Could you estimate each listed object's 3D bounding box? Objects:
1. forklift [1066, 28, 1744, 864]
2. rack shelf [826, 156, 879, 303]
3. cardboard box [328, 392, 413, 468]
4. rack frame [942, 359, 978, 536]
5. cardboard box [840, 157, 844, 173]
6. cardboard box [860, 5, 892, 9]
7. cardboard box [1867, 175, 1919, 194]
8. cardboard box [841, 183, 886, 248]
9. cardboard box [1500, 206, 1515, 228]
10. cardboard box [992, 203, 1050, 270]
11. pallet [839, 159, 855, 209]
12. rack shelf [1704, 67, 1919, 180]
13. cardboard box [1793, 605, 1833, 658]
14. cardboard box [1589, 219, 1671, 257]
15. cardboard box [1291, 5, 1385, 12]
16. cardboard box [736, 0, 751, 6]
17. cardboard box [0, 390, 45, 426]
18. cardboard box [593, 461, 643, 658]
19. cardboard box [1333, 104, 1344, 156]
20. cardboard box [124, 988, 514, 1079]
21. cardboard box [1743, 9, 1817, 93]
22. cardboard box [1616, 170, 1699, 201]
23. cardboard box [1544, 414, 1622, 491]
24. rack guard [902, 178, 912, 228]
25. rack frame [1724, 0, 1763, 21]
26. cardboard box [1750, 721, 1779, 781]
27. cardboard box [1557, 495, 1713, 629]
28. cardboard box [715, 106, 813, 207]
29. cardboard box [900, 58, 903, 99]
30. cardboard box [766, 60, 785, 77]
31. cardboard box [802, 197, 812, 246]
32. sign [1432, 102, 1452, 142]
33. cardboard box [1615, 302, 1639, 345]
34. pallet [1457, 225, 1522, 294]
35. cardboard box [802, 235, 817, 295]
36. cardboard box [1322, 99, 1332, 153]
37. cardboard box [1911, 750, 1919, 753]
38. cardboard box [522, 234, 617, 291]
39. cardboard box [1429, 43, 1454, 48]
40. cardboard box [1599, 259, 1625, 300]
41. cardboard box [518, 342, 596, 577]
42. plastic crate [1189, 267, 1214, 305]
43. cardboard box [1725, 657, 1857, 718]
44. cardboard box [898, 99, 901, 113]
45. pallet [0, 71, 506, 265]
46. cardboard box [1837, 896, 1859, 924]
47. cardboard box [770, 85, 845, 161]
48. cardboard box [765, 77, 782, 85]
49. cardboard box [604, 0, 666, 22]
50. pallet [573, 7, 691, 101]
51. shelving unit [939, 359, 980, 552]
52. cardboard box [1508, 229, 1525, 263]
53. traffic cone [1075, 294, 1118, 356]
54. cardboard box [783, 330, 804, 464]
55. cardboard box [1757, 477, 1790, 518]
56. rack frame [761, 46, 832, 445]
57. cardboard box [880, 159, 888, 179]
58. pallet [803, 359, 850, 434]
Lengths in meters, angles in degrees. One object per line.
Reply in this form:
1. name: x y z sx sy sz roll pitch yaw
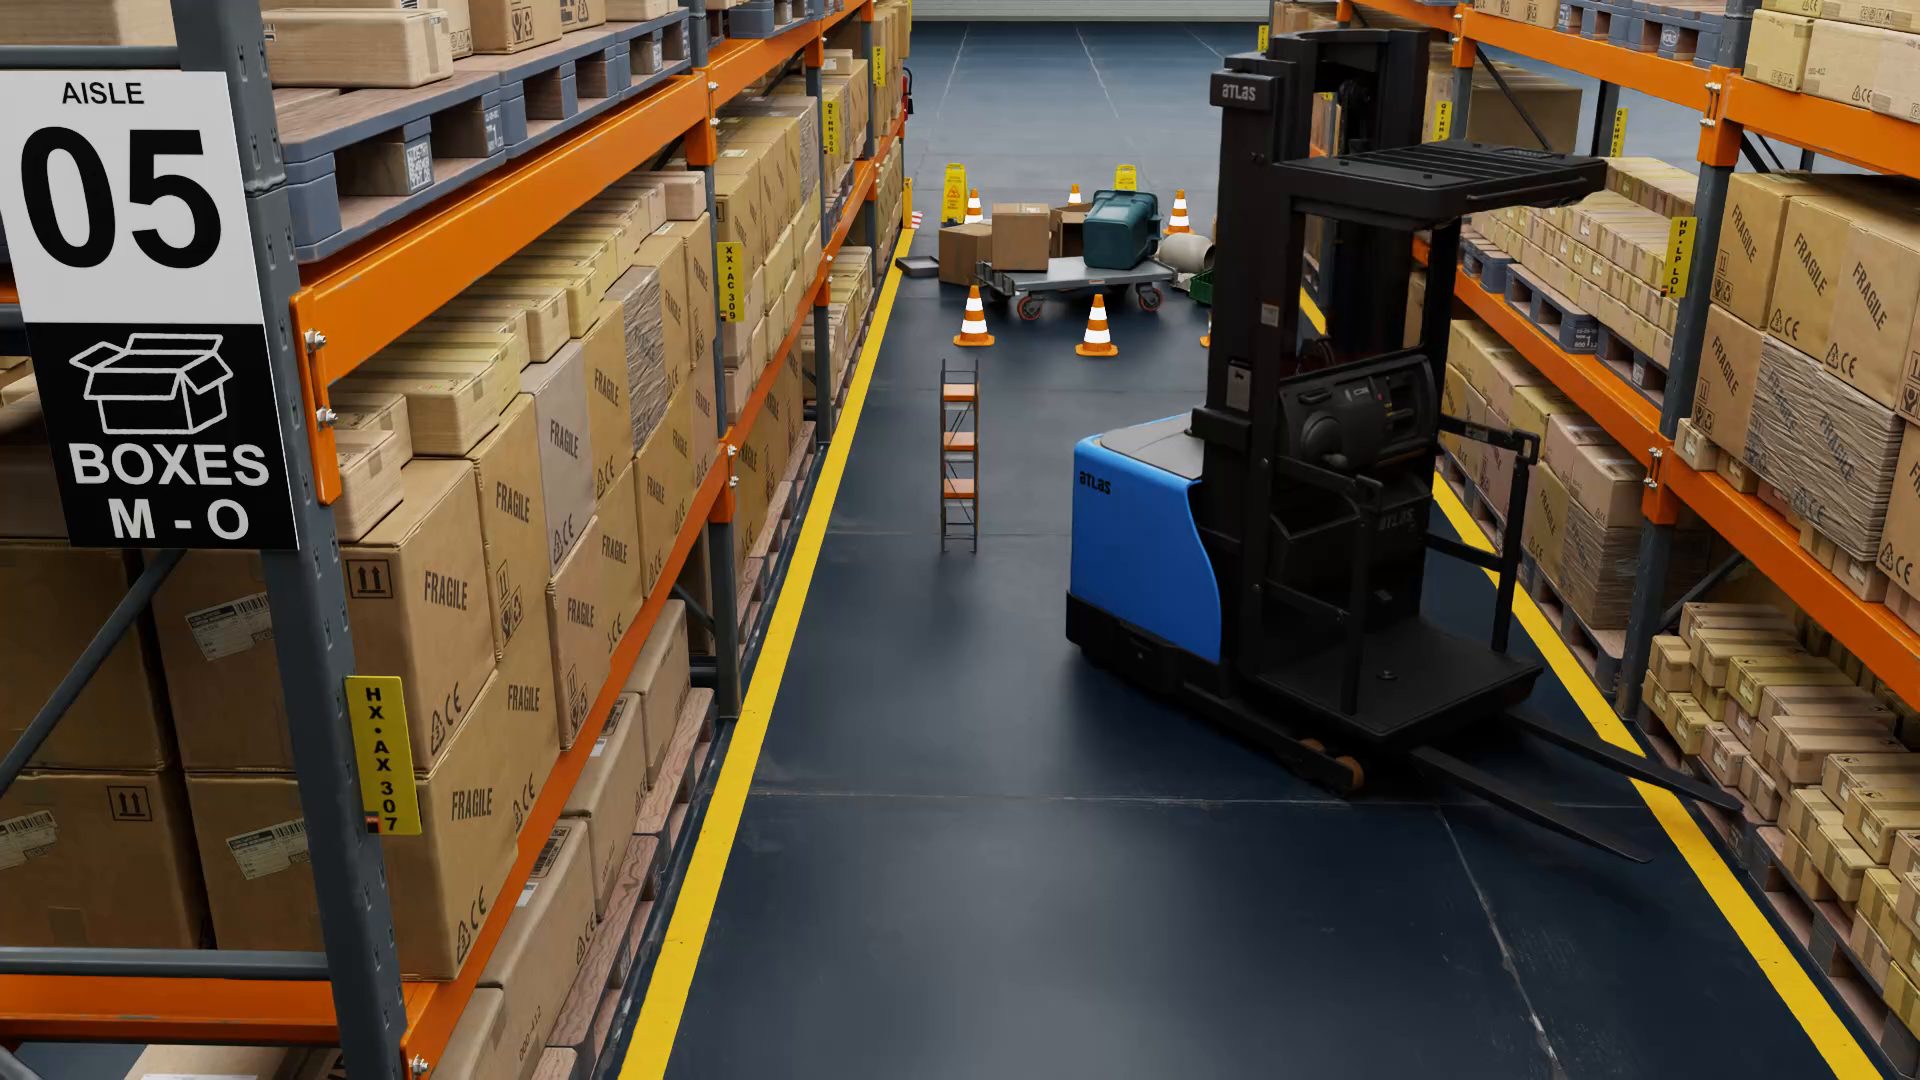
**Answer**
1. forklift: 1.804 -0.514 6.803 1.130 2.935 3.031 -15 26 -34
2. rack shelf: -1.307 -2.450 12.691 1.077 0.370 4.000 1 21 2
3. cardboard box: -1.387 -0.206 3.496 0.380 0.149 0.250 1 21 3
4. rack frame: 0.002 -0.514 9.403 0.200 1.050 0.008 1 21 2
5. cardboard box: -1.075 -2.840 12.469 0.380 0.149 0.250 1 21 3
6. cardboard box: -1.012 -4.872 16.007 0.700 0.500 0.500 1 21 1
7. cardboard box: 3.717 -1.077 6.225 0.500 0.500 0.500 0 21 0
8. cardboard box: -0.959 -2.982 15.253 0.500 0.500 0.500 2 21 4
9. cardboard box: 3.356 -1.895 9.621 0.380 0.149 0.250 0 21 0
10. cardboard box: 0.534 -2.688 14.718 0.500 0.500 0.500 1 21 2
11. pallet: -1.349 -2.689 12.578 1.003 0.211 1.213 1 21 2
12. rack shelf: 3.400 -0.938 4.648 1.077 0.370 4.000 1 21 2
13. cardboard box: 3.711 0.389 6.917 0.380 0.149 0.250 1 21 3
14. cardboard box: 3.314 -1.476 8.130 0.380 0.149 0.250 0 21 0
15. cardboard box: 3.852 -5.177 17.024 0.875 0.550 0.550 1 21 2
16. cardboard box: -1.173 -2.572 7.146 0.500 0.500 0.500 0 21 1
17. cardboard box: -1.817 -0.209 3.504 0.380 0.149 0.250 1 21 3
18. cardboard box: -1.290 0.065 5.077 0.500 0.500 0.500 1 21 3
19. cardboard box: 3.419 -3.350 13.878 0.500 0.500 0.500 1 21 2
20. cardboard box: -1.691 1.589 4.248 0.875 0.438 0.875 0 21 0
21. cardboard box: 3.183 -1.762 5.984 0.500 0.250 0.500 2 21 4
22. cardboard box: 4.008 -2.033 9.565 0.380 0.149 0.250 1 21 3
23. cardboard box: 3.260 -0.436 8.344 0.500 0.250 0.500 2 21 4
24. rack guard: -1.127 -3.762 18.534 1.175 0.500 0.348 1 21 2
25. rack frame: 3.461 -3.395 5.839 1.000 3.000 0.127 1 21 2
26. cardboard box: 3.230 0.803 6.263 0.380 0.149 0.250 0 21 -1
27. cardboard box: 3.232 0.101 7.997 0.500 0.500 0.500 0 21 1
28. cardboard box: -1.130 -2.200 9.531 0.500 0.500 0.500 1 21 3
29. cardboard box: -0.866 -4.941 17.567 0.500 0.500 0.500 0 21 1
30. cardboard box: -1.544 -3.632 12.716 0.380 0.149 0.250 2 21 5
31. cardboard box: -1.141 -1.862 9.698 0.500 0.250 0.500 0 21 0
32. sign: 3.028 -2.589 10.454 0.100 0.325 0.005 1 21 2
33. cardboard box: 3.292 -1.007 7.743 0.380 0.149 0.250 1 21 1
34. pallet: 3.668 -1.696 10.019 1.213 0.211 1.003 1 21 2
35. cardboard box: -1.124 -1.622 9.769 0.500 0.250 0.500 1 21 3
36. cardboard box: 3.704 -3.694 14.696 0.875 0.550 0.550 1 21 2
37. cardboard box: 3.689 0.891 6.036 0.380 0.149 0.250 1 21 3
38. cardboard box: -1.283 -0.855 5.168 0.380 0.149 0.250 0 21 0
39. cardboard box: 3.695 -3.824 13.717 0.700 0.500 0.500 0 21 1
40. cardboard box: 3.297 -1.245 7.948 0.380 0.149 0.250 0 21 0
41. cardboard box: -1.295 -0.226 4.444 0.500 0.500 0.500 0 21 1
42. plastic crate: 2.400 -2.284 15.076 0.450 0.188 0.662 23 29 25
43. cardboard box: 3.218 0.571 6.449 0.380 0.149 0.250 0 21 1
44. cardboard box: -0.819 -4.607 17.604 0.380 0.149 0.250 0 21 1
45. pallet: -1.599 -0.795 3.408 1.003 0.211 1.213 1 21 2
46. cardboard box: 3.198 1.229 5.576 0.380 0.149 0.250 1 21 3
47. cardboard box: -1.105 -2.984 11.943 0.500 0.500 0.500 1 21 3
48. cardboard box: -1.595 -3.178 12.442 0.500 0.500 0.500 0 21 -1
49. cardboard box: -1.197 -1.810 5.528 0.380 0.149 0.250 1 21 3
50. pallet: -1.525 -1.677 5.681 1.003 0.211 1.213 1 21 2
51. shelving unit: -0.002 -0.470 9.289 0.215 1.050 0.252 1 21 2
52. cardboard box: 3.345 -1.671 9.457 0.380 0.149 0.250 2 21 4
53. traffic cone: 1.106 -1.746 13.390 0.336 0.463 0.334 1 21 2
54. cardboard box: -1.472 -1.019 10.365 0.875 0.875 0.875 0 21 1
55. cardboard box: 3.236 -0.191 6.222 0.380 0.149 0.250 0 21 -1
56. rack frame: -1.368 -2.062 10.697 1.000 3.000 0.127 1 21 2
57. cardboard box: -0.881 -3.515 15.729 0.380 0.149 0.250 1 21 4
58. pallet: -1.343 -1.045 11.930 1.003 0.211 1.213 1 21 2
